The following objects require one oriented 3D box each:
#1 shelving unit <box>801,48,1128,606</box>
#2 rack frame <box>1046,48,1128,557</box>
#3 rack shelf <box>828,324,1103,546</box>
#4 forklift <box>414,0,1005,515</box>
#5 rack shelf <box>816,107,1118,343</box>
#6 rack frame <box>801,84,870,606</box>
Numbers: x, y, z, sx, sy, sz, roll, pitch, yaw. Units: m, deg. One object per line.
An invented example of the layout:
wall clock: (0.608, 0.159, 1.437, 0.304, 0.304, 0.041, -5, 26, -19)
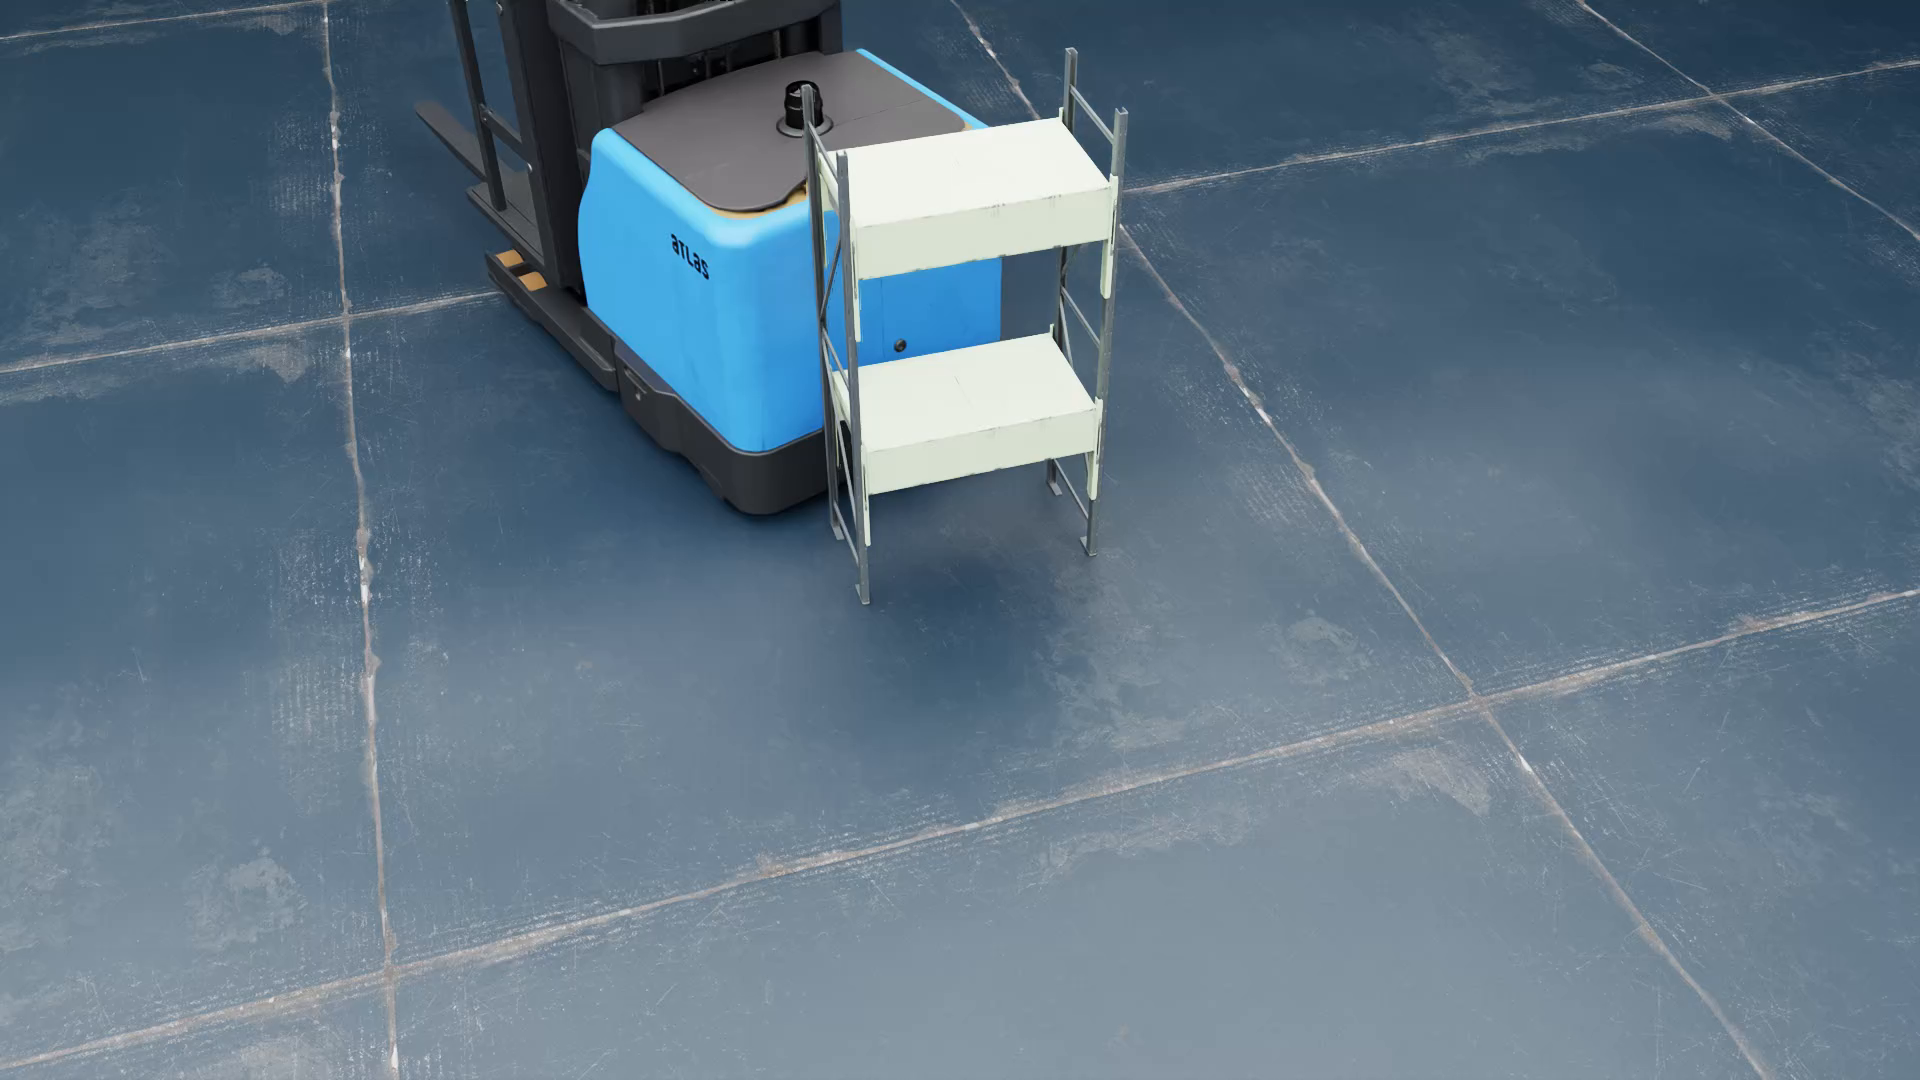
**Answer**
shelving unit: (0.006, -0.566, 4.758, 0.755, 1.500, 0.431, -12, 42, -13)
rack frame: (0.355, -0.638, 4.841, 0.023, 1.500, 0.400, -12, 42, -13)
rack shelf: (0.006, -0.321, 4.973, 0.720, 0.370, 0.431, -12, 42, -13)
forklift: (-1.132, -2.105, 5.432, 1.130, 2.935, 3.031, -26, 47, -27)
rack shelf: (0.006, -0.860, 4.501, 0.720, 0.370, 0.431, -12, 42, -13)
rack frame: (-0.343, -0.494, 4.675, 0.023, 1.500, 0.400, -12, 42, -13)
